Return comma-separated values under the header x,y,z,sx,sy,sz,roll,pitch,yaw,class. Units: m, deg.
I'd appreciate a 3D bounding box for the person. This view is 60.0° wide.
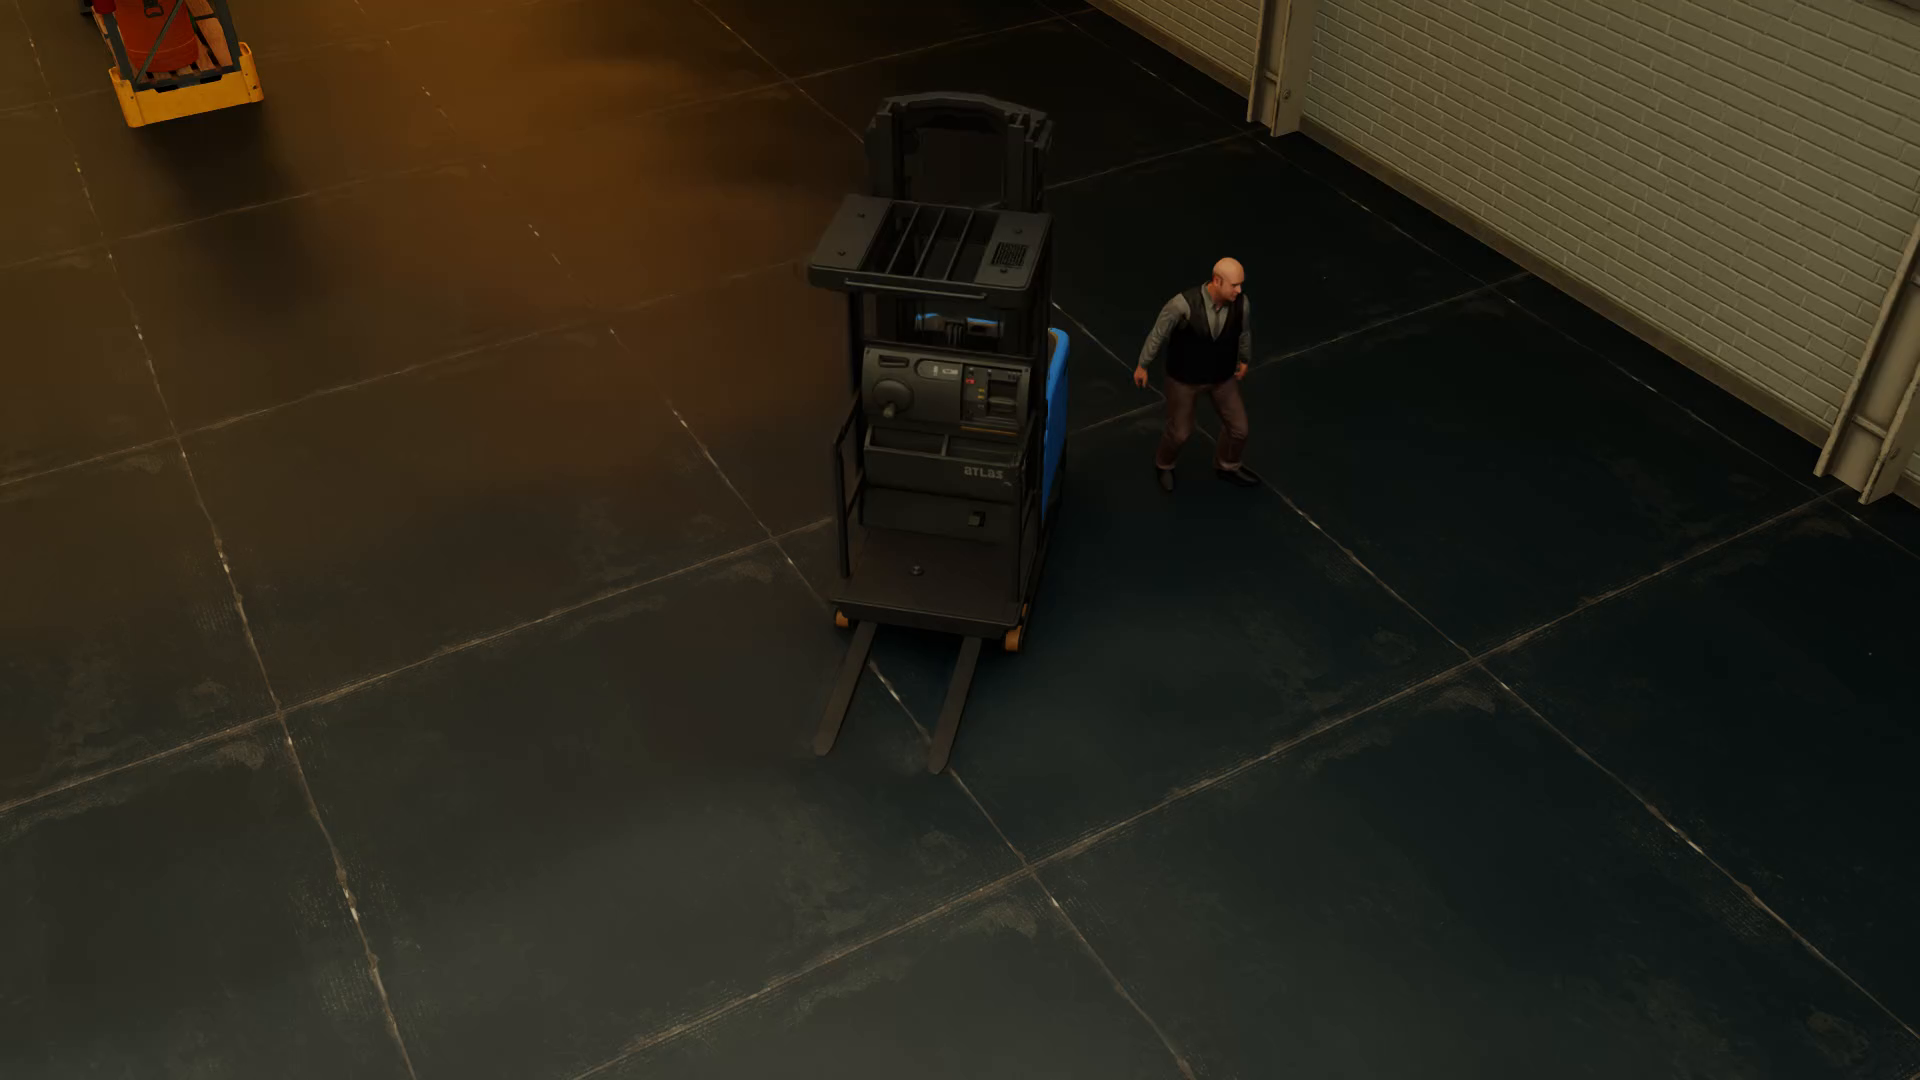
x,y,z,sx,sy,sz,roll,pitch,yaw,class
1.497,-1.031,10.277,0.850,1.693,0.407,-7,40,-9,person

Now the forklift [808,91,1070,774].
x,y,z,sx,sy,sz,roll,pitch,yaw,class
-0.120,-0.745,8.935,1.130,2.935,3.031,8,40,9,forklift
